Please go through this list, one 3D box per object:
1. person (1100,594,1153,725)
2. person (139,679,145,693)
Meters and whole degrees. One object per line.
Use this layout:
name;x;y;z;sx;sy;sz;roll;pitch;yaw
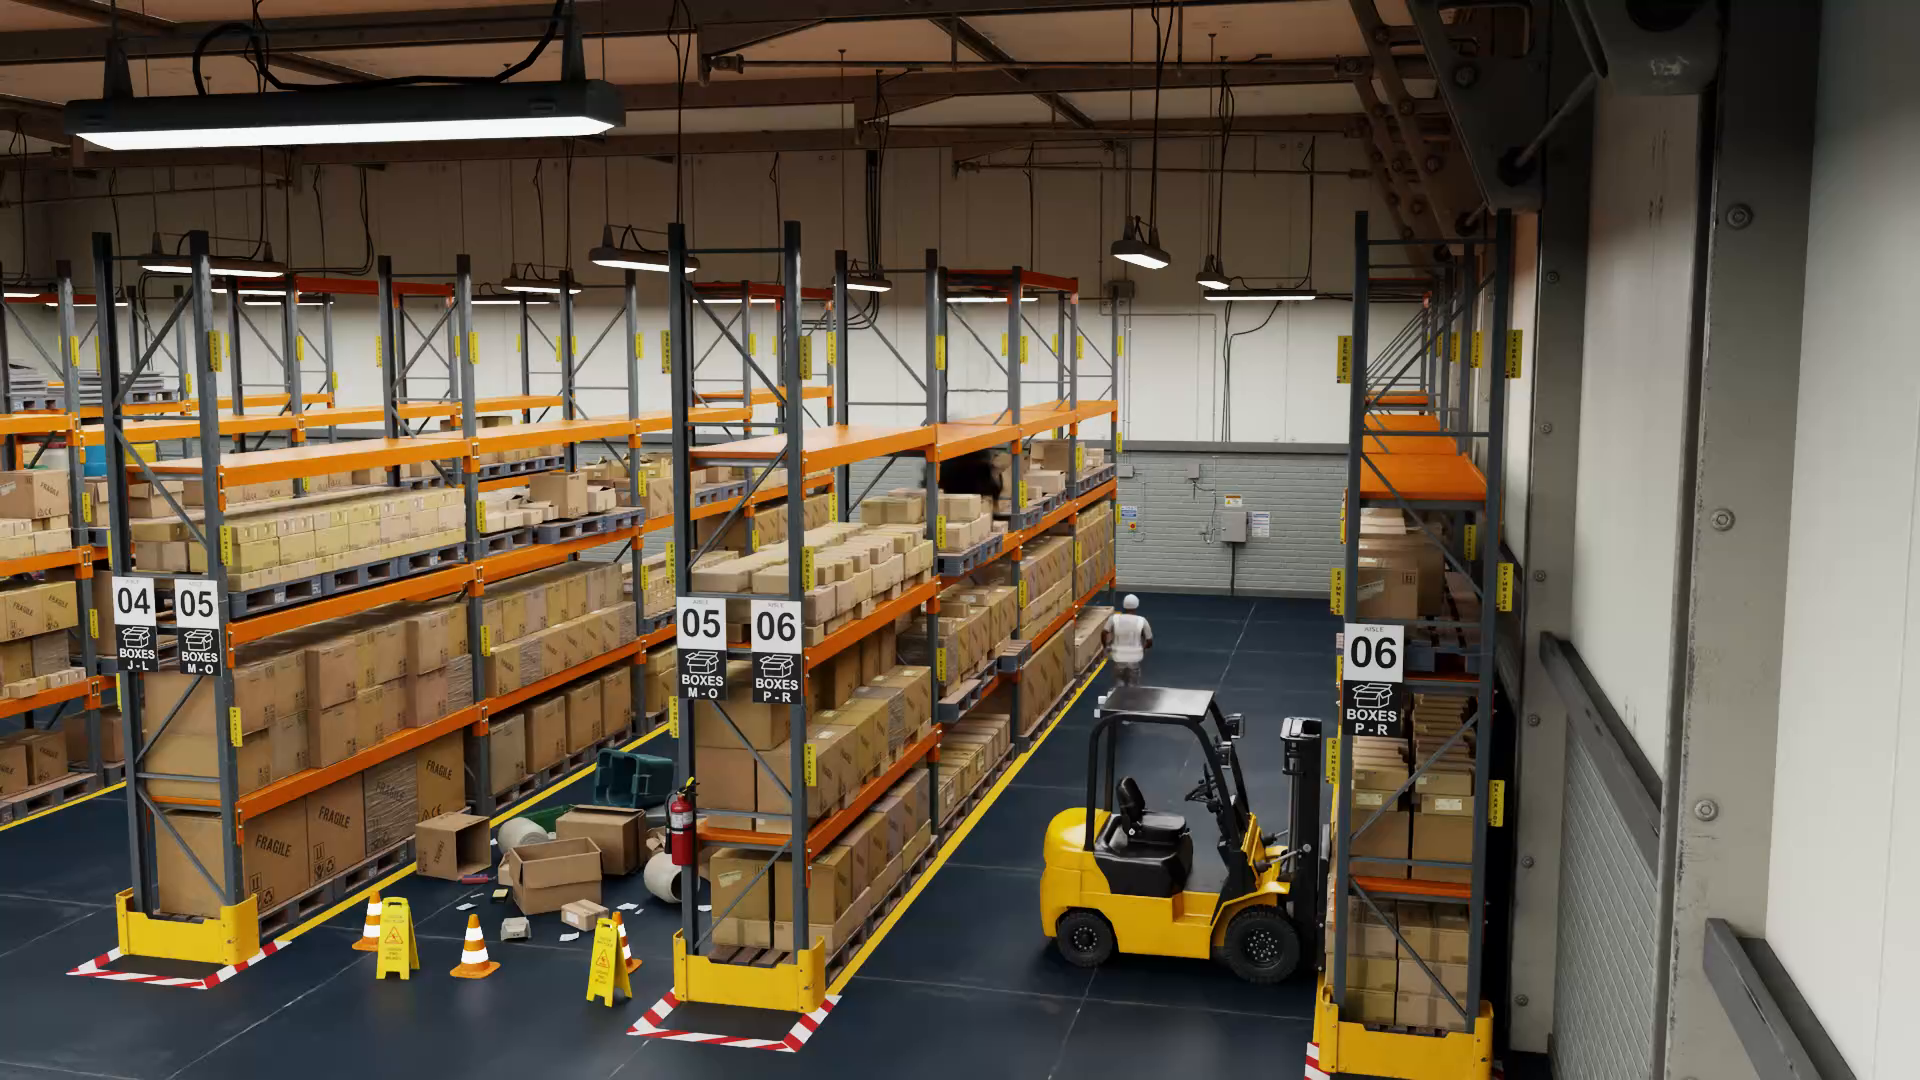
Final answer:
person;2.256;1.579;22.355;0.687;1.738;0.551;2;7;14
person;-11.175;1.548;23.136;0.608;1.617;0.580;2;7;16
